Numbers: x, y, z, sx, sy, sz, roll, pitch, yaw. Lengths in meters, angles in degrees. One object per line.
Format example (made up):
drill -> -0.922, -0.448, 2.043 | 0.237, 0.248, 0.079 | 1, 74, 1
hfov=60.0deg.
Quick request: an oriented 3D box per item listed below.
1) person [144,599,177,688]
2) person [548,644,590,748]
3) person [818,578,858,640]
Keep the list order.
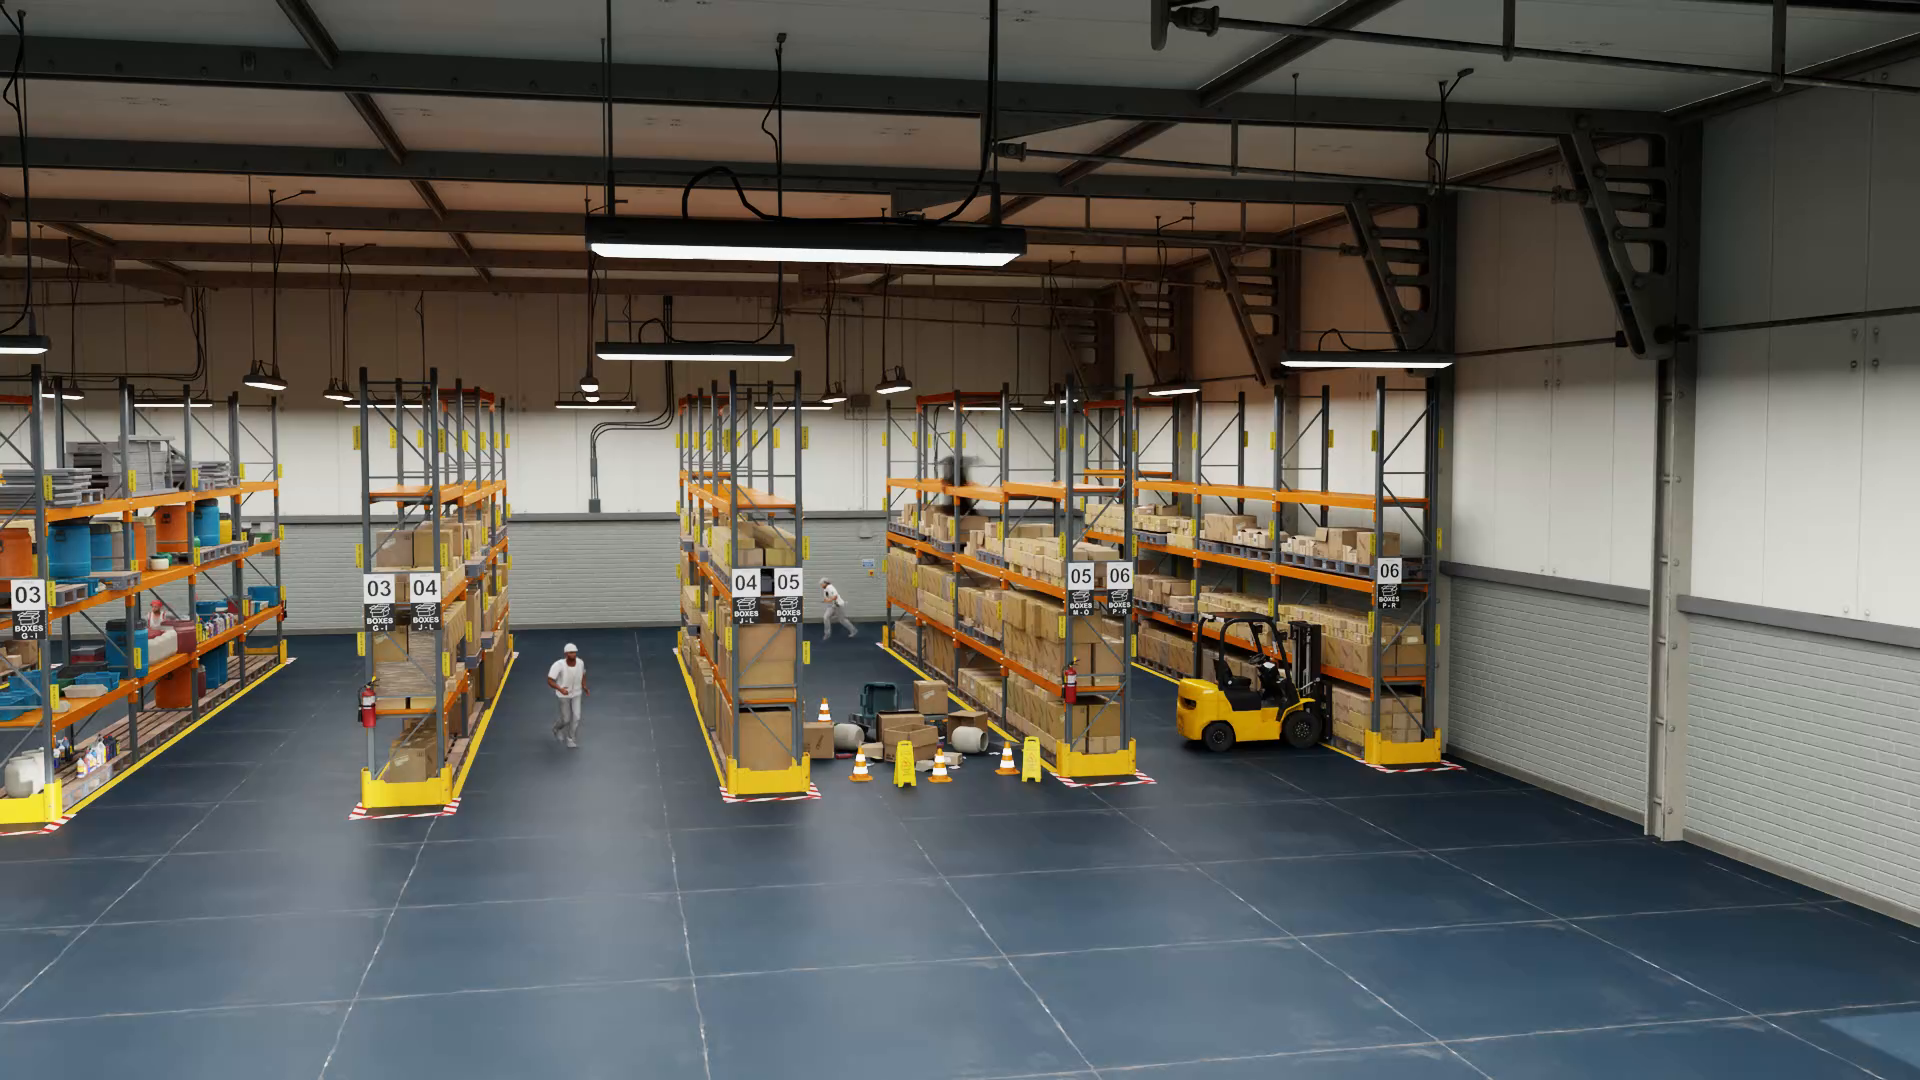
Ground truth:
person -> -16.311, 2.085, 33.937 | 0.599, 1.786, 0.941 | 0, 3, 3
person -> -6.440, 2.536, 27.235 | 0.697, 1.714, 0.766 | -2, 4, -35
person -> -3.092, 1.749, 41.959 | 1.025, 1.630, 0.654 | -1, 4, -19
